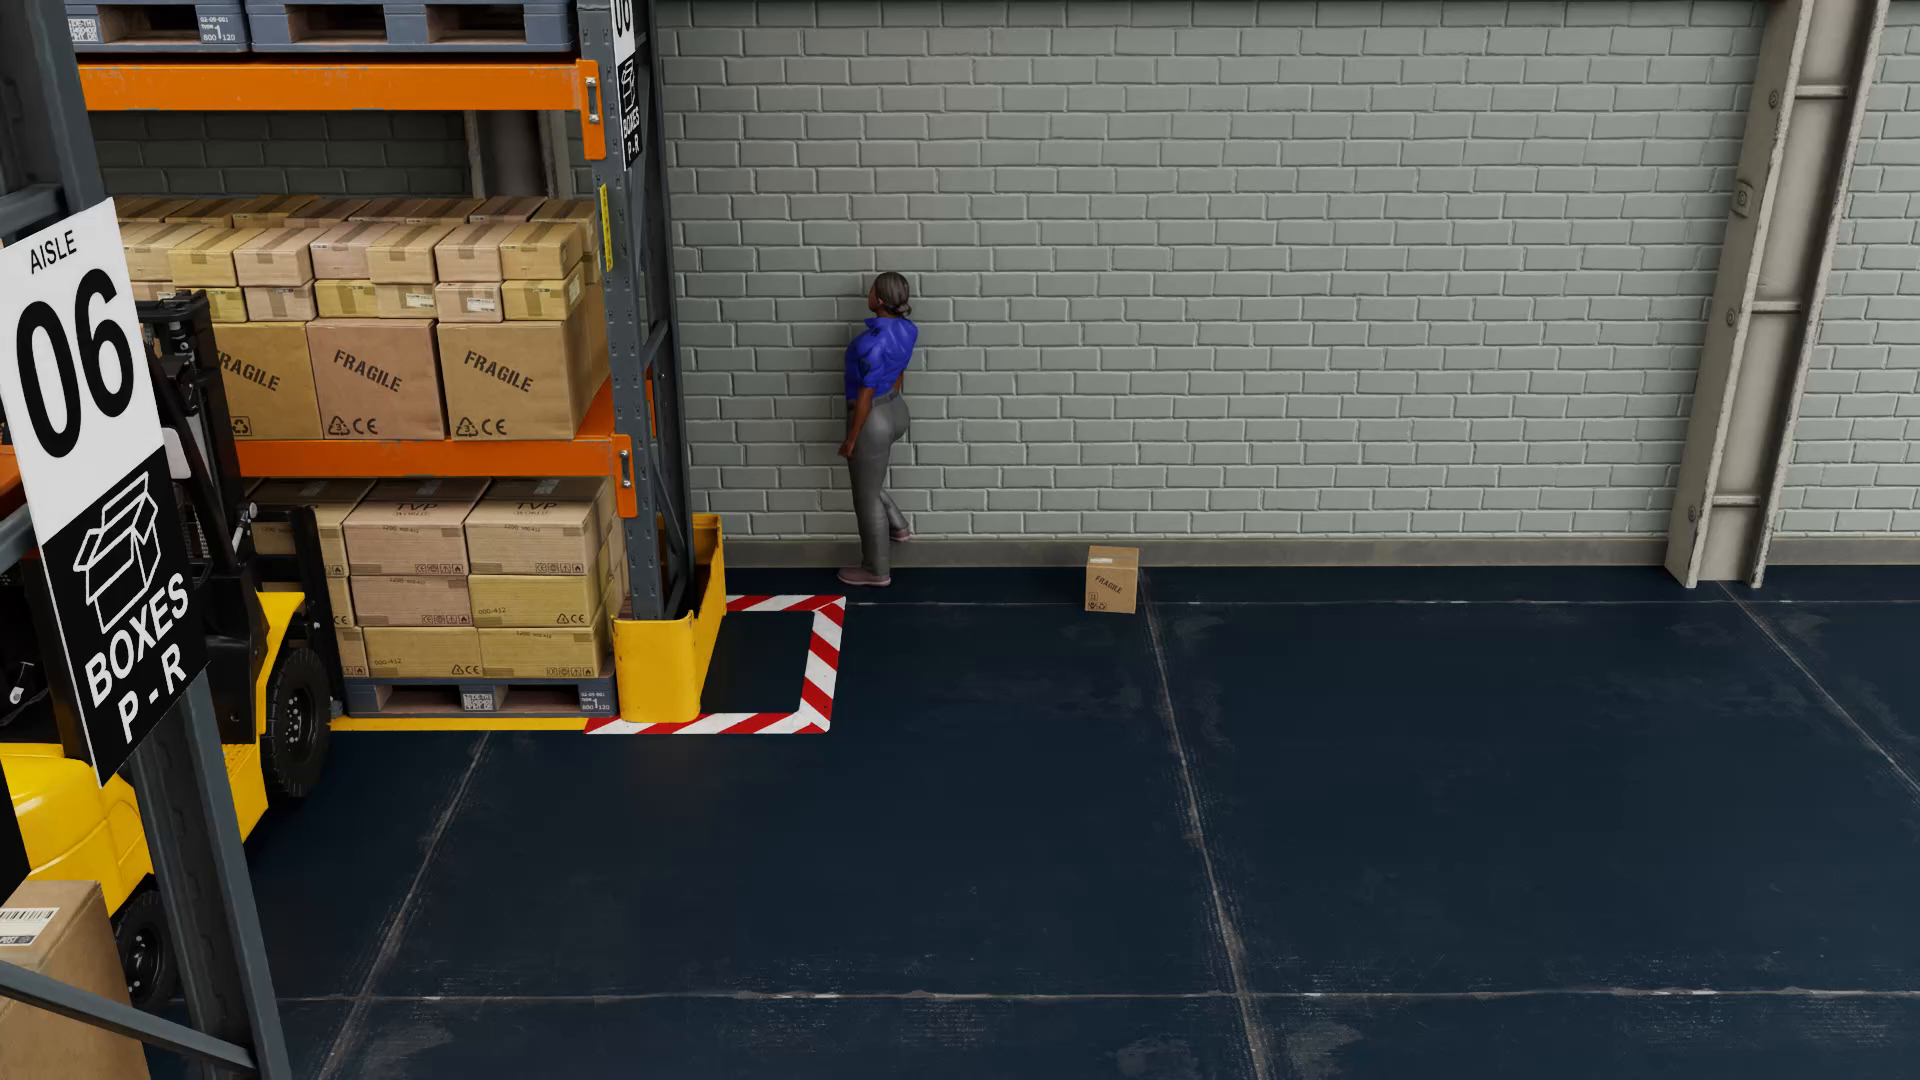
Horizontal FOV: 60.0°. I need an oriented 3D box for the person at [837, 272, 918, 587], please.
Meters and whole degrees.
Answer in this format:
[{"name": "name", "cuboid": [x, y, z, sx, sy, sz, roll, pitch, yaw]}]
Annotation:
[{"name": "person", "cuboid": [-0.449, -0.572, 8.395, 0.515, 1.640, 0.452, 13, 27, 26]}]
